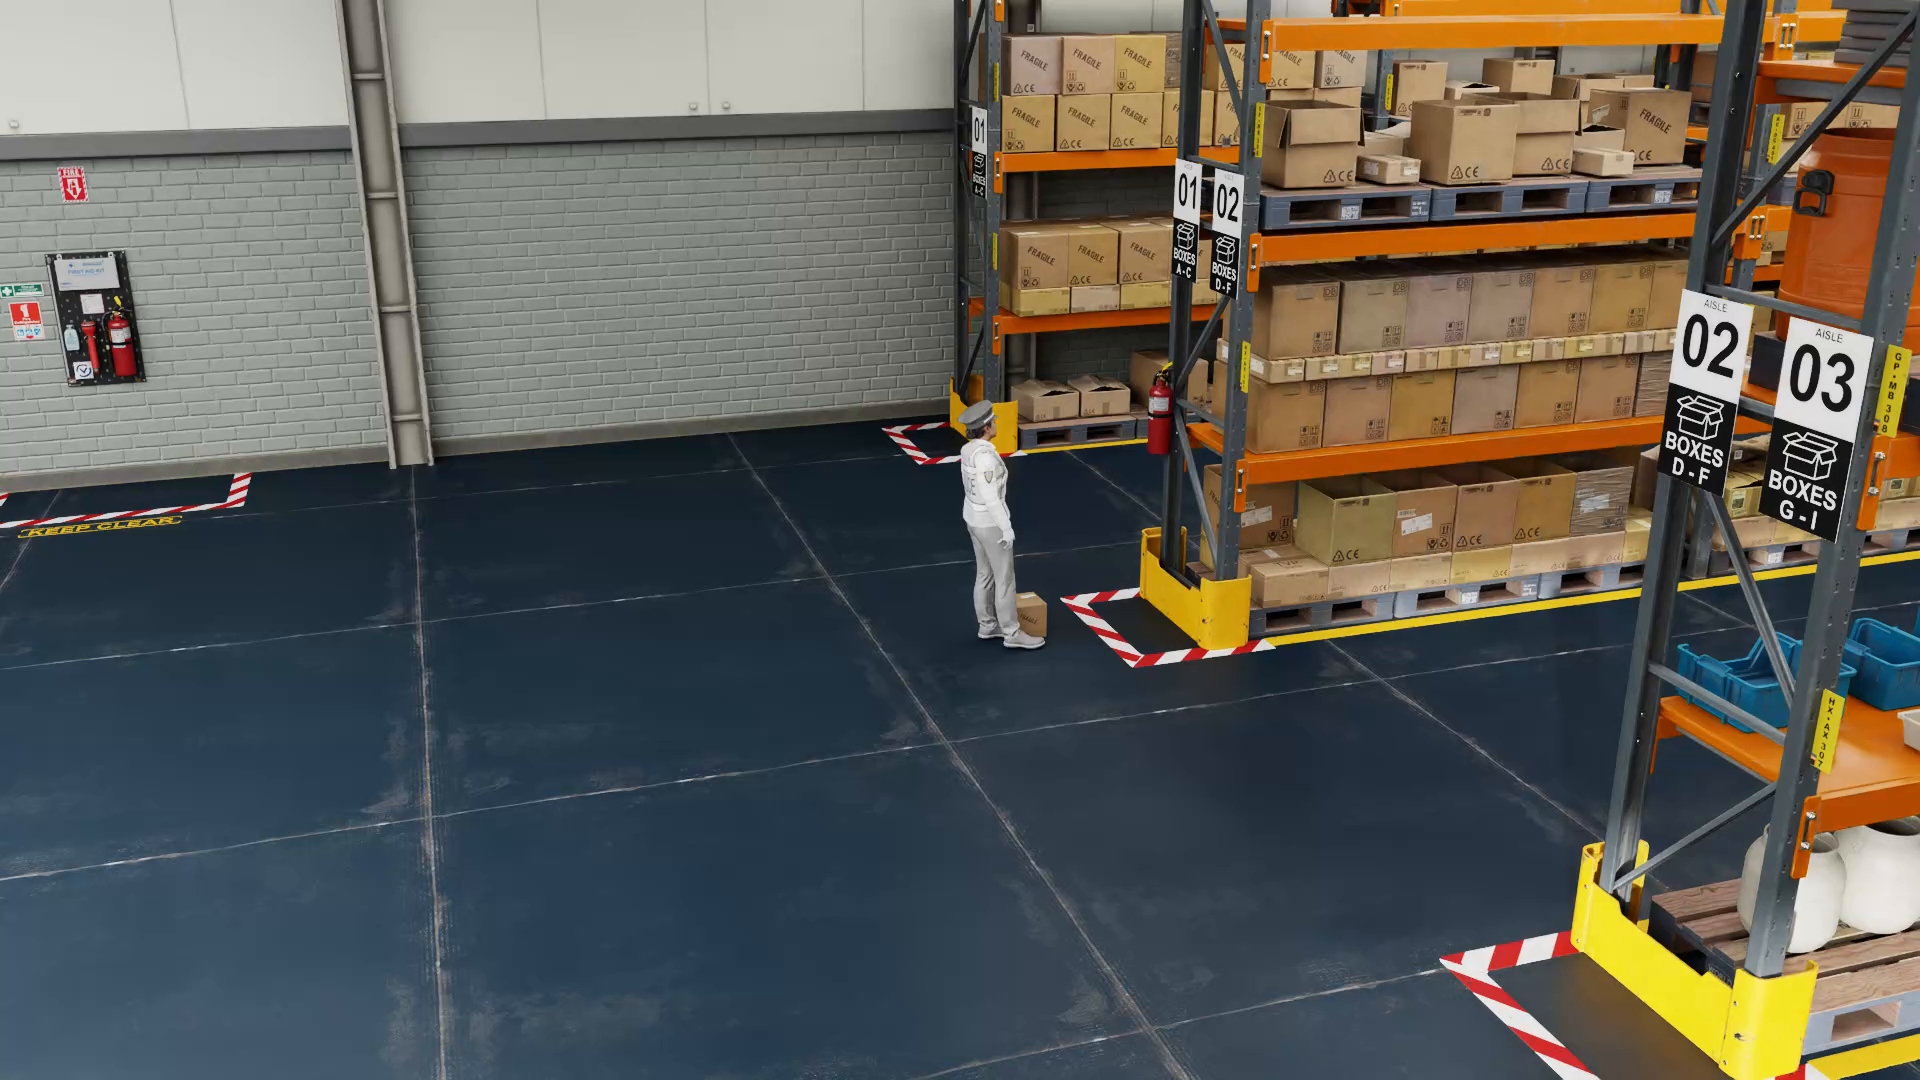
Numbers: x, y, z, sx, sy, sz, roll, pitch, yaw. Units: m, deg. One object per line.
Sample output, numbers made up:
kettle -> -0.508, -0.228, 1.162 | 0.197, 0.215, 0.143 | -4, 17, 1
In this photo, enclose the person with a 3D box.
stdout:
person -> 0.258, -0.123, 11.341 | 0.531, 1.696, 0.588 | -6, 20, -17
